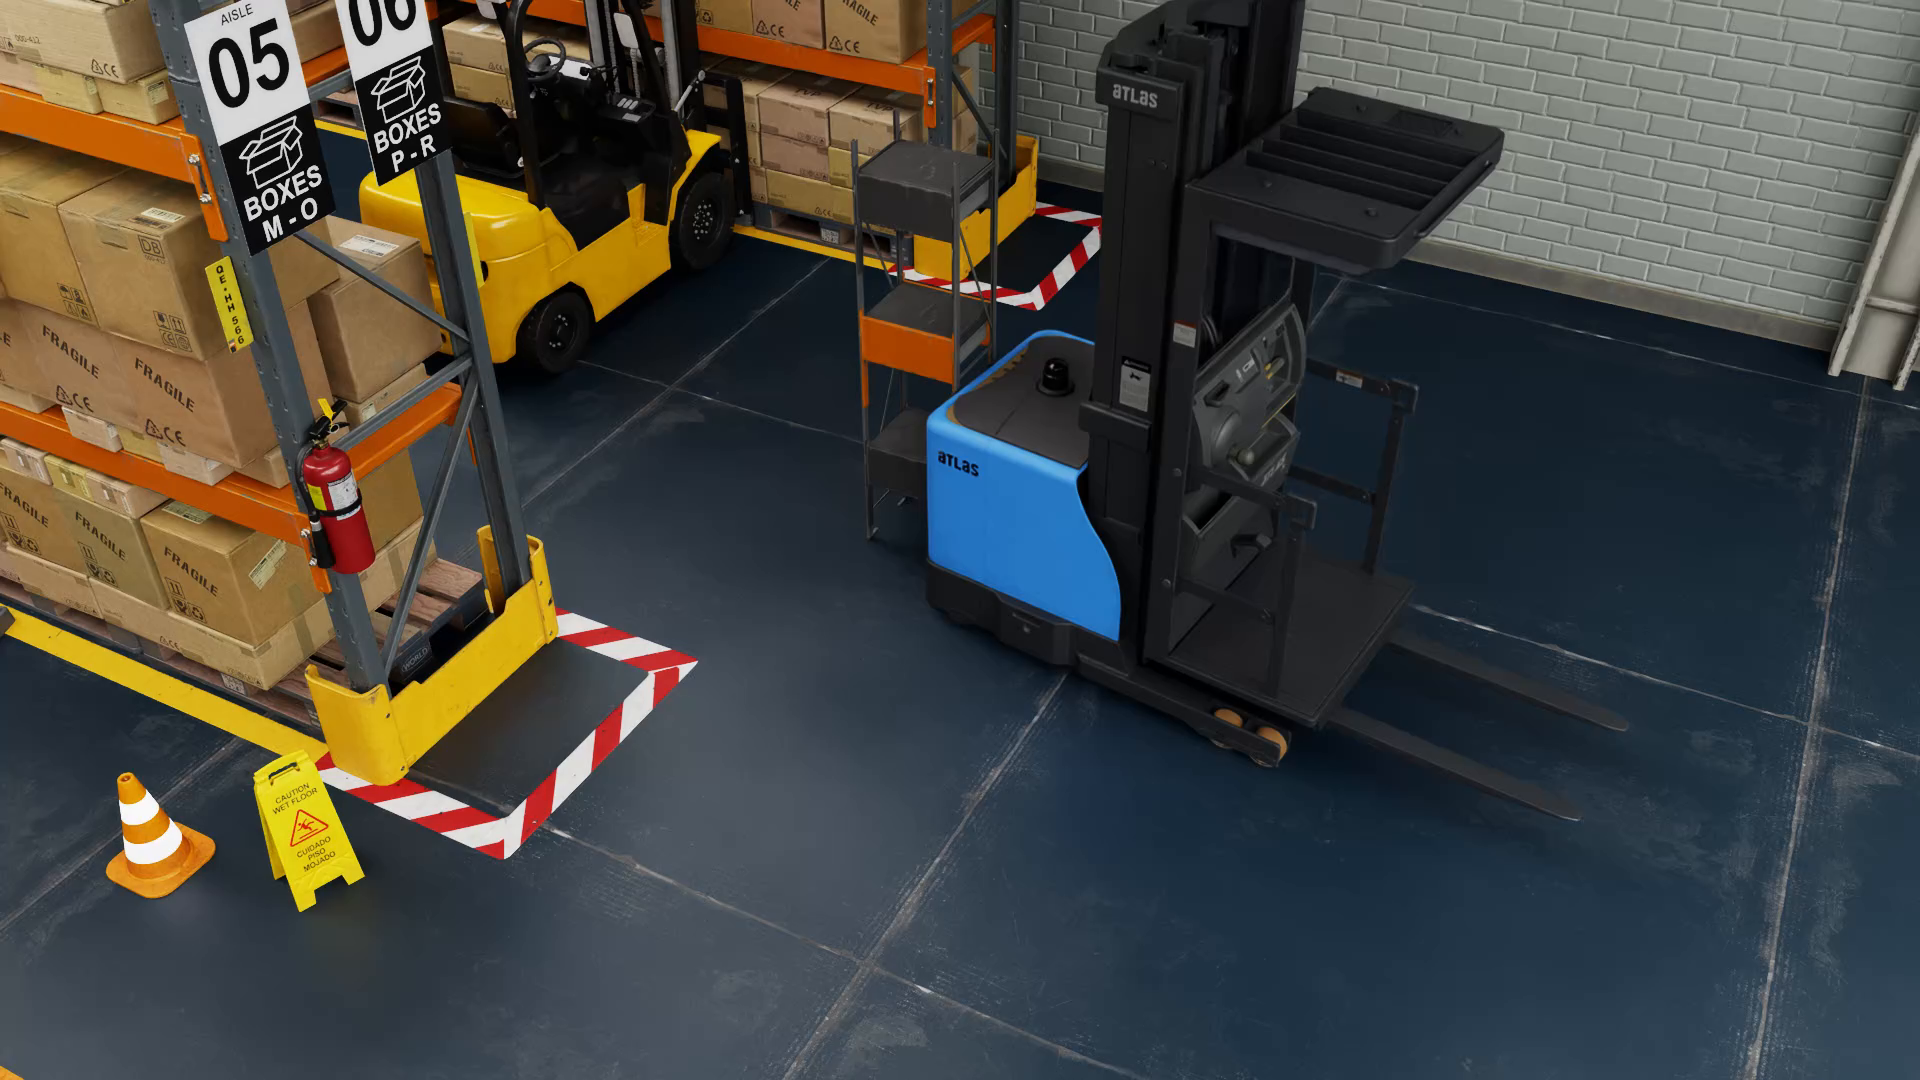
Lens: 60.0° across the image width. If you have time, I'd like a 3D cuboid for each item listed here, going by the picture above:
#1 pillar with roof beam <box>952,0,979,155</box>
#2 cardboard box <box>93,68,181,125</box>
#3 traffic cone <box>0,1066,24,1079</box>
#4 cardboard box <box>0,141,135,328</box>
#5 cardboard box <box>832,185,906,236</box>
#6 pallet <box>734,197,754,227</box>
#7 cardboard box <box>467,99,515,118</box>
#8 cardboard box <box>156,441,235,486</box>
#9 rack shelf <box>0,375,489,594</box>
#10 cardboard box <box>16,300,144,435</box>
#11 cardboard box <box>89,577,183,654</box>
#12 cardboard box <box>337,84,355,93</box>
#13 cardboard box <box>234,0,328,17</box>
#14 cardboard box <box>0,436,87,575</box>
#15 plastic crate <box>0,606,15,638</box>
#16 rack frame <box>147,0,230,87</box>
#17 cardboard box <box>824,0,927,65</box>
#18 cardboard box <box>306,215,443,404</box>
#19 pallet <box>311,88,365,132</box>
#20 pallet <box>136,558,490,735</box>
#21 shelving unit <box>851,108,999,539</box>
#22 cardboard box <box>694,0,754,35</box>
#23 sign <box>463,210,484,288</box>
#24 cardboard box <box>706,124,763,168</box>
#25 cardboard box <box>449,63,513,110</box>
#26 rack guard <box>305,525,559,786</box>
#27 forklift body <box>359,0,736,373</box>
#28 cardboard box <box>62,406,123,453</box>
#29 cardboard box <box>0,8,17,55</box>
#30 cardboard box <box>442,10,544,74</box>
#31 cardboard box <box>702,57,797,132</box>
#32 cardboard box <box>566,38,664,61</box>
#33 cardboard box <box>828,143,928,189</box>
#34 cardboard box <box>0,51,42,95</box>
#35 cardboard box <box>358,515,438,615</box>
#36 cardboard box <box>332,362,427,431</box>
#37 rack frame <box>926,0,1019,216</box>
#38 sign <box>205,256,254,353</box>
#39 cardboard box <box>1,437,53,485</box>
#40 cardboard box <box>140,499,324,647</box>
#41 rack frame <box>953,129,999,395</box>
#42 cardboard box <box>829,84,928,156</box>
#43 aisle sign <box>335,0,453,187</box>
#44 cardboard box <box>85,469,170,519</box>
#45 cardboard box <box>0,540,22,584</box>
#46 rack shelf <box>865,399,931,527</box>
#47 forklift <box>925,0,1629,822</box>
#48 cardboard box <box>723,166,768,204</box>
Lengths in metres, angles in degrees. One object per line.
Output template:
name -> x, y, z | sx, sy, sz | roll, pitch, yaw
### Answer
pillar with roof beam -> -2.095, -3.919, 5.990 | 0.400, 9.000, 9.100 | 17, 41, 21
cardboard box -> -2.636, -1.541, 5.546 | 0.250, 0.149, 0.380 | 18, 41, 22
traffic cone -> -3.374, 1.777, 5.546 | 0.334, 0.463, 0.336 | 17, 41, 21
cardboard box -> -3.191, -1.223, 6.245 | 0.500, 0.500, 0.700 | 18, 41, 22
cardboard box -> -0.474, -2.196, 10.609 | 0.500, 0.250, 0.500 | 18, 41, 22
pallet -> -1.689, -2.583, 11.497 | 1.213, 0.211, 1.003 | 17, 41, 21
cardboard box -> -3.186, -3.035, 11.714 | 0.500, 0.250, 0.500 | 18, 41, 22
cardboard box -> -2.897, -0.397, 6.520 | 0.250, 0.149, 0.380 | 17, 40, 21
rack shelf -> -3.967, -0.767, 7.394 | 4.000, 0.370, 1.077 | 17, 41, 21
cardboard box -> -3.242, -0.800, 6.514 | 0.500, 0.500, 0.500 | 17, 41, 22
cardboard box -> -3.488, 0.202, 7.449 | 0.500, 0.250, 0.500 | 18, 41, 22
cardboard box -> -4.617, -3.856, 12.485 | 0.625, 0.625, 0.875 | 17, 40, 21
cardboard box -> -2.515, -2.034, 5.865 | 0.500, 0.250, 0.500 | 17, 40, 21
cardboard box -> -3.932, -0.238, 7.409 | 0.500, 0.500, 0.500 | 16, 40, 20
plastic crate -> -4.726, 0.430, 7.637 | 0.583, 0.080, 0.402 | 4, 37, 6
rack frame -> -2.191, -2.887, 4.630 | 0.127, 3.000, 1.000 | 17, 41, 21
cardboard box -> -0.469, -3.199, 9.920 | 0.500, 0.500, 0.500 | 16, 40, 21
cardboard box -> -2.484, -0.936, 6.693 | 0.500, 0.500, 0.500 | 17, 40, 21
pallet -> -4.135, -3.349, 12.507 | 1.213, 0.211, 1.003 | 17, 41, 21
pallet -> -2.963, 0.347, 7.637 | 1.213, 0.211, 1.003 | 17, 41, 21
shelving unit -> -0.147, -0.882, 7.696 | 0.503, 2.100, 0.431 | 17, 41, 21
cardboard box -> -1.381, -3.490, 10.304 | 0.500, 0.500, 0.500 | 17, 40, 21
sign -> -1.941, -1.133, 6.566 | 0.005, 0.325, 0.100 | 17, 41, 21
cardboard box -> -1.396, -2.679, 10.832 | 0.500, 0.250, 0.500 | 16, 40, 20
cardboard box -> -3.176, -3.246, 11.579 | 0.500, 0.250, 0.500 | 17, 40, 21
rack guard -> -2.258, 0.477, 7.227 | 0.348, 0.500, 1.175 | 17, 41, 21
forklift body -> -2.434, -2.373, 9.617 | 1.214, 2.155, 2.313 | 17, 41, 21
cardboard box -> -3.357, -0.535, 6.702 | 0.250, 0.149, 0.380 | 18, 41, 22
cardboard box -> -3.209, -1.896, 5.684 | 0.500, 0.250, 0.500 | 17, 40, 21
cardboard box -> -3.178, -3.443, 11.424 | 0.500, 0.250, 0.500 | 17, 40, 21
cardboard box -> -1.372, -2.868, 10.667 | 0.500, 0.250, 0.500 | 18, 41, 22
cardboard box -> -2.281, -3.163, 11.056 | 0.500, 0.250, 0.500 | 19, 41, 23
cardboard box -> -0.487, -2.402, 10.466 | 0.500, 0.250, 0.500 | 17, 40, 21
cardboard box -> -3.092, -1.685, 5.735 | 0.250, 0.149, 0.380 | 19, 41, 23
cardboard box -> -2.780, 0.058, 7.639 | 0.500, 0.250, 0.500 | 17, 40, 21
cardboard box -> -2.397, -0.603, 6.791 | 0.250, 0.149, 0.380 | 18, 41, 22
rack frame -> 0.089, -3.163, 9.956 | 0.127, 3.000, 1.000 | 17, 41, 21
sign -> -2.464, -0.792, 5.613 | 0.005, 0.325, 0.100 | 17, 41, 21
cardboard box -> -3.834, -0.421, 7.113 | 0.250, 0.149, 0.380 | 19, 41, 23
cardboard box -> -3.022, 0.049, 7.030 | 0.500, 0.500, 0.500 | 18, 41, 22
rack frame -> 0.070, -0.815, 7.606 | 0.015, 2.100, 0.400 | 17, 41, 21
cardboard box -> -0.464, -2.594, 10.306 | 0.500, 0.250, 0.500 | 19, 41, 23
aisle sign -> -1.993, -1.682, 5.854 | 0.004, 0.787, 0.394 | 17, 41, 21
cardboard box -> -3.379, -0.275, 6.921 | 0.250, 0.149, 0.380 | 19, 41, 23
cardboard box -> -4.391, -0.084, 7.826 | 0.500, 0.250, 0.500 | 17, 40, 21
rack shelf -> -0.147, -0.314, 8.127 | 0.480, 0.518, 0.431 | 17, 41, 21
forklift -> 1.341, -0.581, 6.610 | 3.031, 2.935, 1.130 | 23, 43, 27
cardboard box -> -1.351, -2.484, 10.987 | 0.500, 0.250, 0.500 | 18, 41, 22
